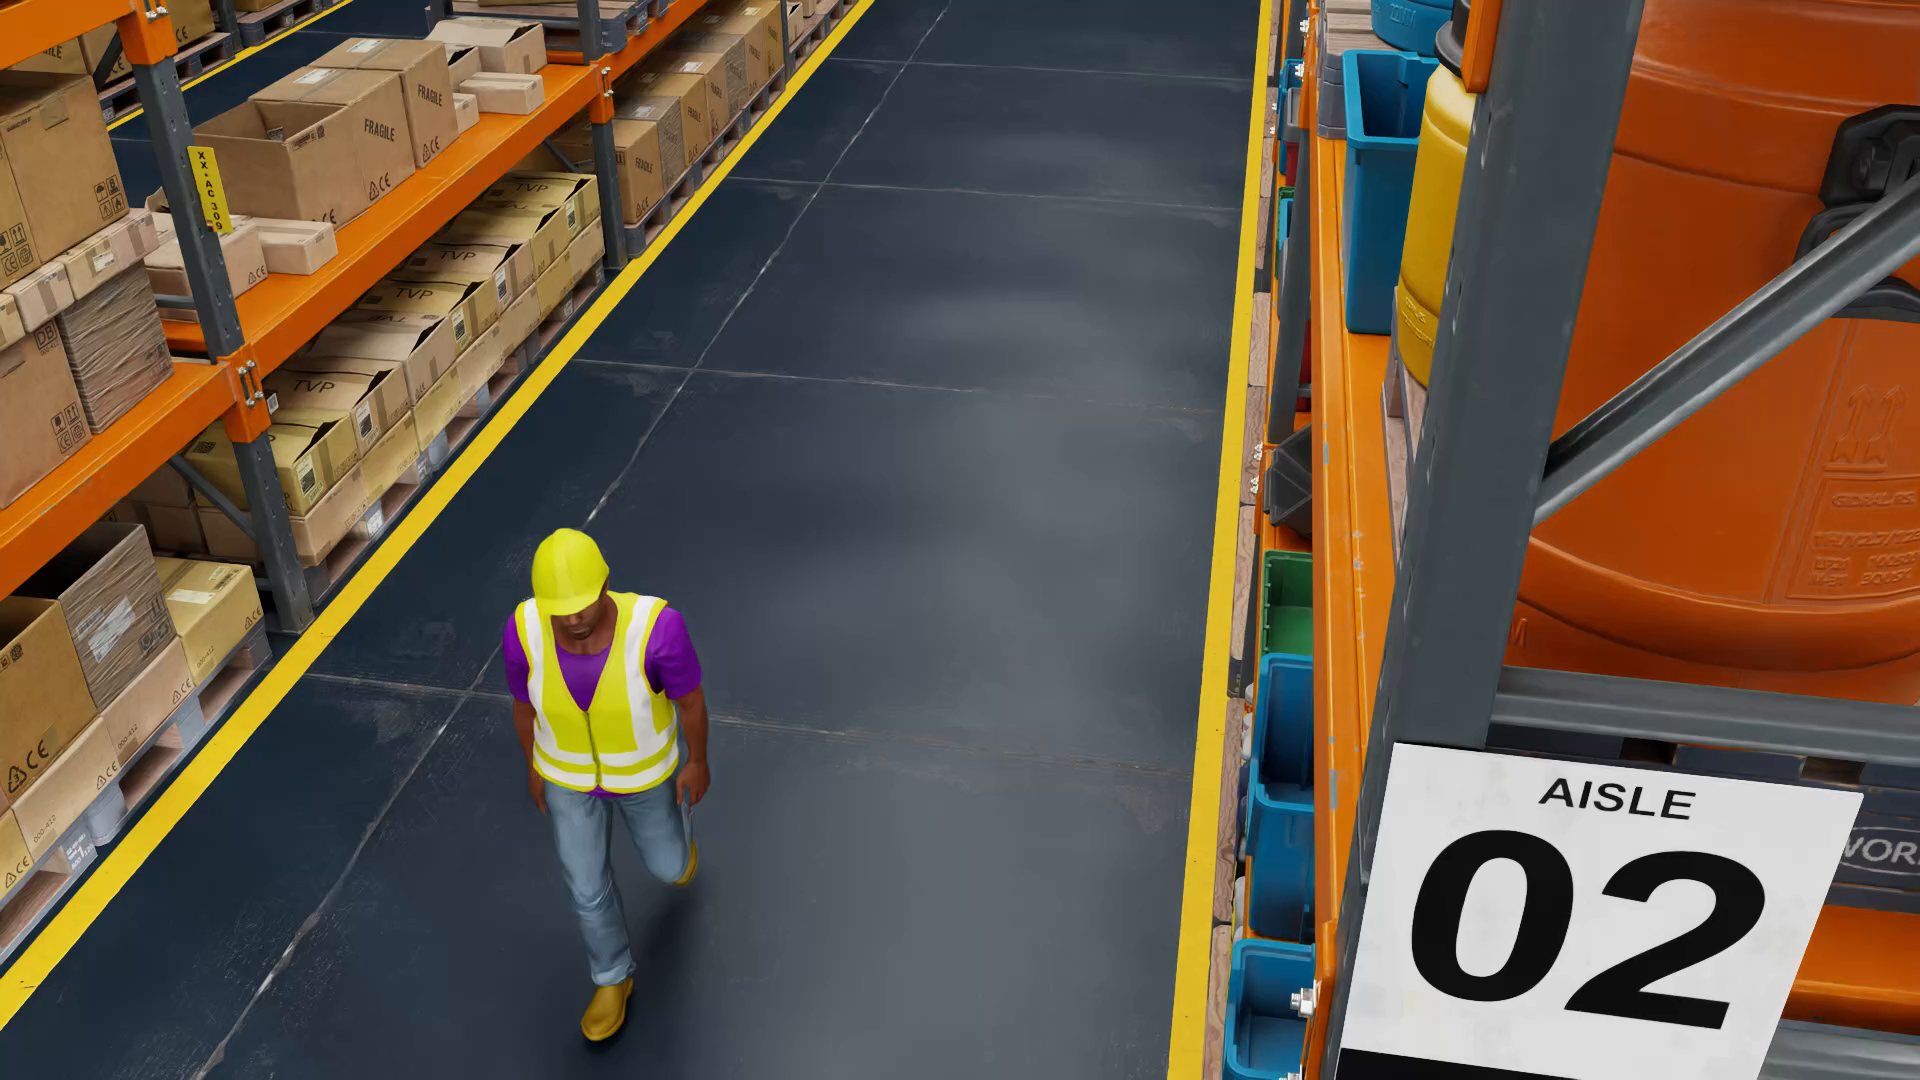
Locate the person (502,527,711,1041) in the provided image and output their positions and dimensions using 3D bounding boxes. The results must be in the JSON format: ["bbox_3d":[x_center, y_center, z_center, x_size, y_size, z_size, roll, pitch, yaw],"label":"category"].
[{"bbox_3d":[-1.044,0.638,5.097,0.577,1.741,0.838,-1,32,-2],"label":"person"}]
